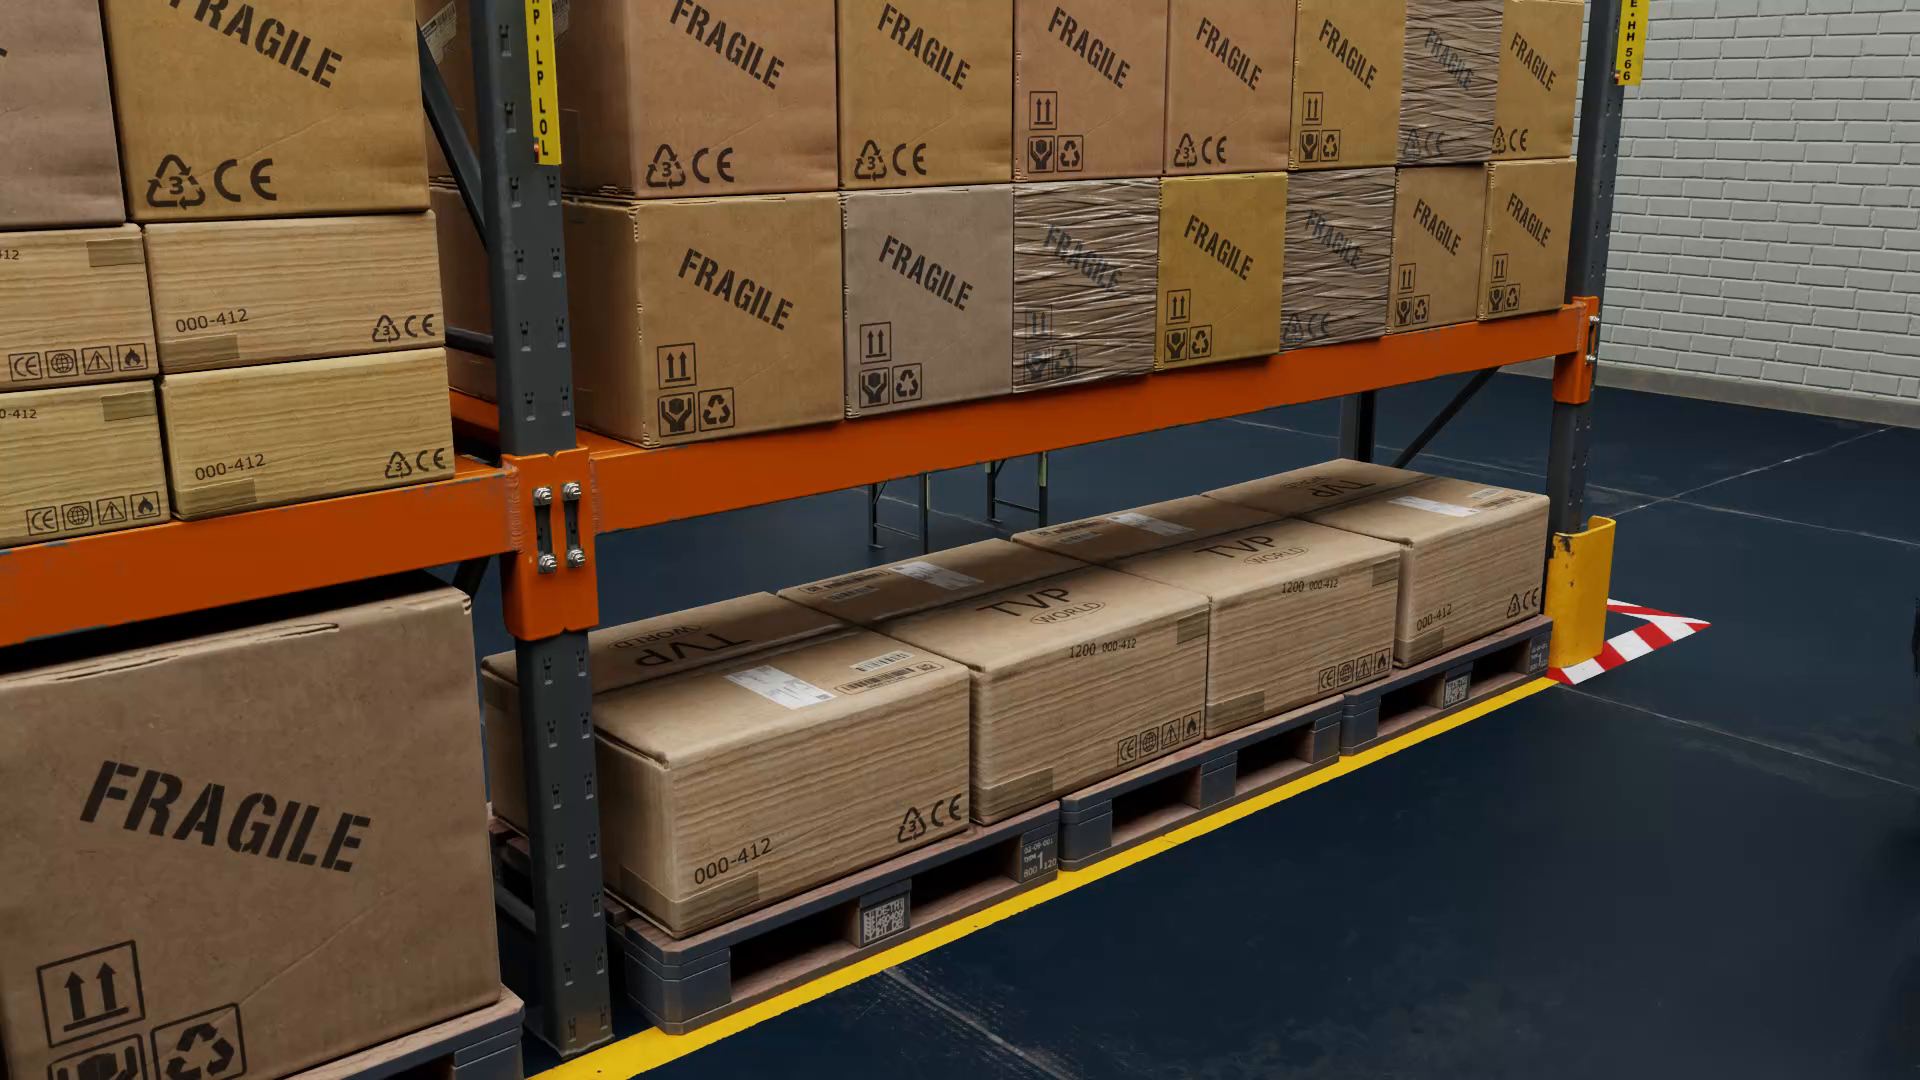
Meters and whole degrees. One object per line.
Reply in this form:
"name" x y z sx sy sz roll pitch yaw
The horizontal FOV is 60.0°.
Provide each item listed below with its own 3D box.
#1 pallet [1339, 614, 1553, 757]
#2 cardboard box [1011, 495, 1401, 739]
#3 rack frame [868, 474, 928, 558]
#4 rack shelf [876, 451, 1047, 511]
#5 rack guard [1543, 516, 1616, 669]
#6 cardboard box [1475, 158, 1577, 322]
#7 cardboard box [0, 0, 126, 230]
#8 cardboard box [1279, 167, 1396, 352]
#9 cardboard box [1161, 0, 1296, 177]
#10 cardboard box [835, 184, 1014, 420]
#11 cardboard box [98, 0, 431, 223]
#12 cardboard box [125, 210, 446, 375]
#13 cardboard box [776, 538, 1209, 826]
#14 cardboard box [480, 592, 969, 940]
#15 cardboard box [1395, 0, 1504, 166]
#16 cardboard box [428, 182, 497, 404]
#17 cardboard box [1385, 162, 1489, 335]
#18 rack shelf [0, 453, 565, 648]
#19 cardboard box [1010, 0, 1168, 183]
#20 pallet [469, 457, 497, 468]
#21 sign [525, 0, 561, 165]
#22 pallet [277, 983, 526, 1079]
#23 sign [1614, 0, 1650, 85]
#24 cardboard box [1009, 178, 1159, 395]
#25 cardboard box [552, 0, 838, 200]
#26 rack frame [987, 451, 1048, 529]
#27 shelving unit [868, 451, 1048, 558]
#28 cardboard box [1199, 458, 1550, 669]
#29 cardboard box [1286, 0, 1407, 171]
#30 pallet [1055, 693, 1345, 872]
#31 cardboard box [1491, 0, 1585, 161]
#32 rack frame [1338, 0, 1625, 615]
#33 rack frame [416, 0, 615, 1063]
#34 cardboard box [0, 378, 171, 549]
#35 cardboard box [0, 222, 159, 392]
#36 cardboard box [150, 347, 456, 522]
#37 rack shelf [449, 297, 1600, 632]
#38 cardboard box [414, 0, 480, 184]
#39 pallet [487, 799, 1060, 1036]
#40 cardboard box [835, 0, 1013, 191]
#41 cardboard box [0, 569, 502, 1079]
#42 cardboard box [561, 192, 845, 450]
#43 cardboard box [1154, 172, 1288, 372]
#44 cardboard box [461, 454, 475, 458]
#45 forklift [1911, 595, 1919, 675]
"pallet" 1.335 0.382 5.910 1.213 0.211 1.003 -13 19 -39
"cardboard box" 0.770 0.207 5.312 0.875 0.438 0.875 -12 19 -38
"rack frame" -0.281 -0.661 7.320 0.023 1.500 0.400 -13 19 -39
"rack shelf" -0.005 -0.408 7.636 0.720 0.370 0.431 -13 19 -39
"rack guard" 1.905 0.088 6.452 0.348 0.500 1.175 -13 19 -39
"cardboard box" 1.697 -1.031 5.602 0.500 0.500 0.500 -13 19 -39
"cardboard box" -1.688 -0.756 2.635 0.500 0.500 0.500 -12 19 -38
"cardboard box" 0.927 -0.860 4.962 0.500 0.500 0.500 -12 19 -38
"cardboard box" 0.549 -1.257 4.511 0.500 0.500 0.500 -13 20 -40
"cardboard box" -0.222 -0.599 3.987 0.500 0.500 0.500 -12 19 -39
"cardboard box" -1.303 -0.845 2.969 0.500 0.500 0.500 -12 19 -38
"cardboard box" -1.303 -0.485 3.075 0.500 0.250 0.500 -13 20 -39
"cardboard box" 0.089 0.360 4.742 0.875 0.438 0.875 -13 20 -41
"cardboard box" -0.586 0.512 4.174 0.875 0.438 0.875 -13 20 -40
"cardboard box" 1.305 -1.425 5.140 0.500 0.500 0.500 -13 19 -39
"cardboard box" -0.948 -0.615 4.045 0.500 0.500 0.500 -12 19 -39
"cardboard box" 1.309 -0.949 5.295 0.500 0.500 0.500 -13 20 -41
"rack shelf" -2.639 0.248 2.402 4.000 0.370 1.077 -13 19 -39
"cardboard box" 0.167 -1.172 4.193 0.500 0.500 0.500 -12 19 -38
"pallet" -3.052 -0.366 8.710 1.213 0.211 1.003 -13 19 -39
"sign" -0.767 -0.855 3.049 0.005 0.325 0.100 -13 19 -39
"pallet" -1.663 1.055 3.393 1.213 0.211 1.003 -13 19 -39
"sign" 2.233 -1.681 5.530 0.005 0.325 0.100 -13 19 -39
"cardboard box" 0.157 -0.682 4.298 0.500 0.500 0.500 -12 19 -39
"cardboard box" -0.612 -1.003 3.561 0.500 0.500 0.500 -12 19 -39
"rack frame" 0.271 -0.785 7.784 0.023 1.500 0.400 -13 19 -39
"shelving unit" -0.005 -0.723 7.552 0.755 1.500 0.431 -13 19 -39
"cardboard box" 1.455 0.051 5.899 0.875 0.438 0.875 -14 20 -41
"cardboard box" 0.930 -1.342 4.829 0.500 0.500 0.500 -13 20 -40
"pallet" 0.415 0.588 5.140 1.213 0.211 1.003 -13 19 -39
"cardboard box" 1.680 -1.519 5.493 0.500 0.500 0.500 -12 19 -38
"rack frame" 1.887 -1.116 6.114 0.127 3.000 1.000 -13 19 -39
"rack frame" -1.130 -0.438 3.577 0.127 3.000 1.000 -13 19 -39
"cardboard box" -1.688 -0.154 2.806 0.500 0.250 0.500 -13 20 -40
"cardboard box" -1.676 -0.399 2.753 0.500 0.250 0.500 -12 19 -38
"cardboard box" -1.303 -0.240 3.128 0.500 0.250 0.500 -13 20 -41
"rack shelf" 0.378 -0.429 4.938 4.000 0.370 1.077 -13 19 -39
"cardboard box" -0.956 -1.103 3.936 0.500 0.500 0.500 -13 20 -40
"pallet" -0.505 0.796 4.362 1.213 0.211 1.003 -13 19 -39
"cardboard box" -0.227 -1.087 3.876 0.500 0.500 0.500 -13 20 -40
"cardboard box" -1.546 0.506 3.346 0.875 0.875 0.875 -12 19 -38
"cardboard box" -0.604 -0.515 3.671 0.500 0.500 0.500 -12 19 -38
"cardboard box" 0.546 -0.770 4.625 0.500 0.500 0.500 -12 19 -38
"cardboard box" -2.630 -0.524 8.612 0.250 0.149 0.380 -12 19 -38
"forklift" 3.458 -0.561 4.171 1.130 2.935 3.031 5 16 18
